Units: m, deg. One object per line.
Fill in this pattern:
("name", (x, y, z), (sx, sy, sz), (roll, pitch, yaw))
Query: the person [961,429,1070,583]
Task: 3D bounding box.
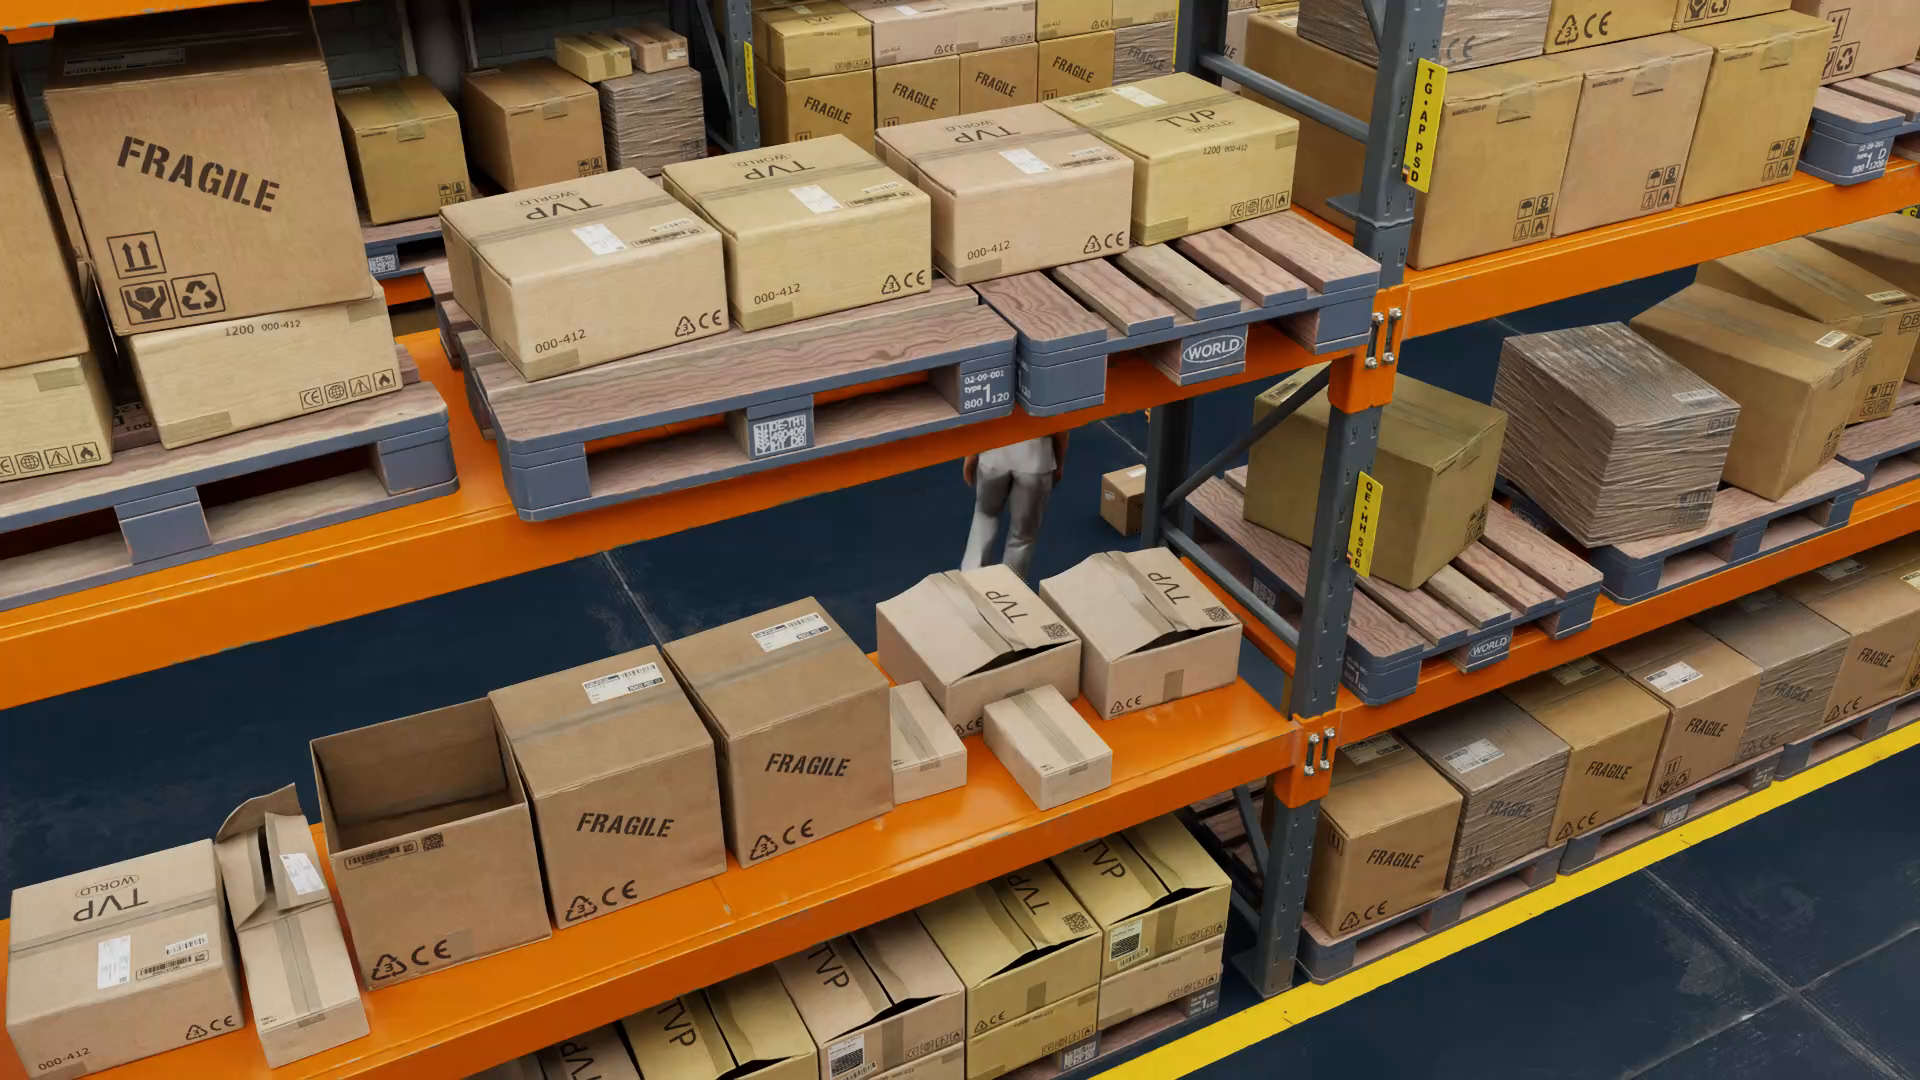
("person", (0.232, -0.305, 7.590), (0.519, 1.650, 0.495), (8, 34, 12))
